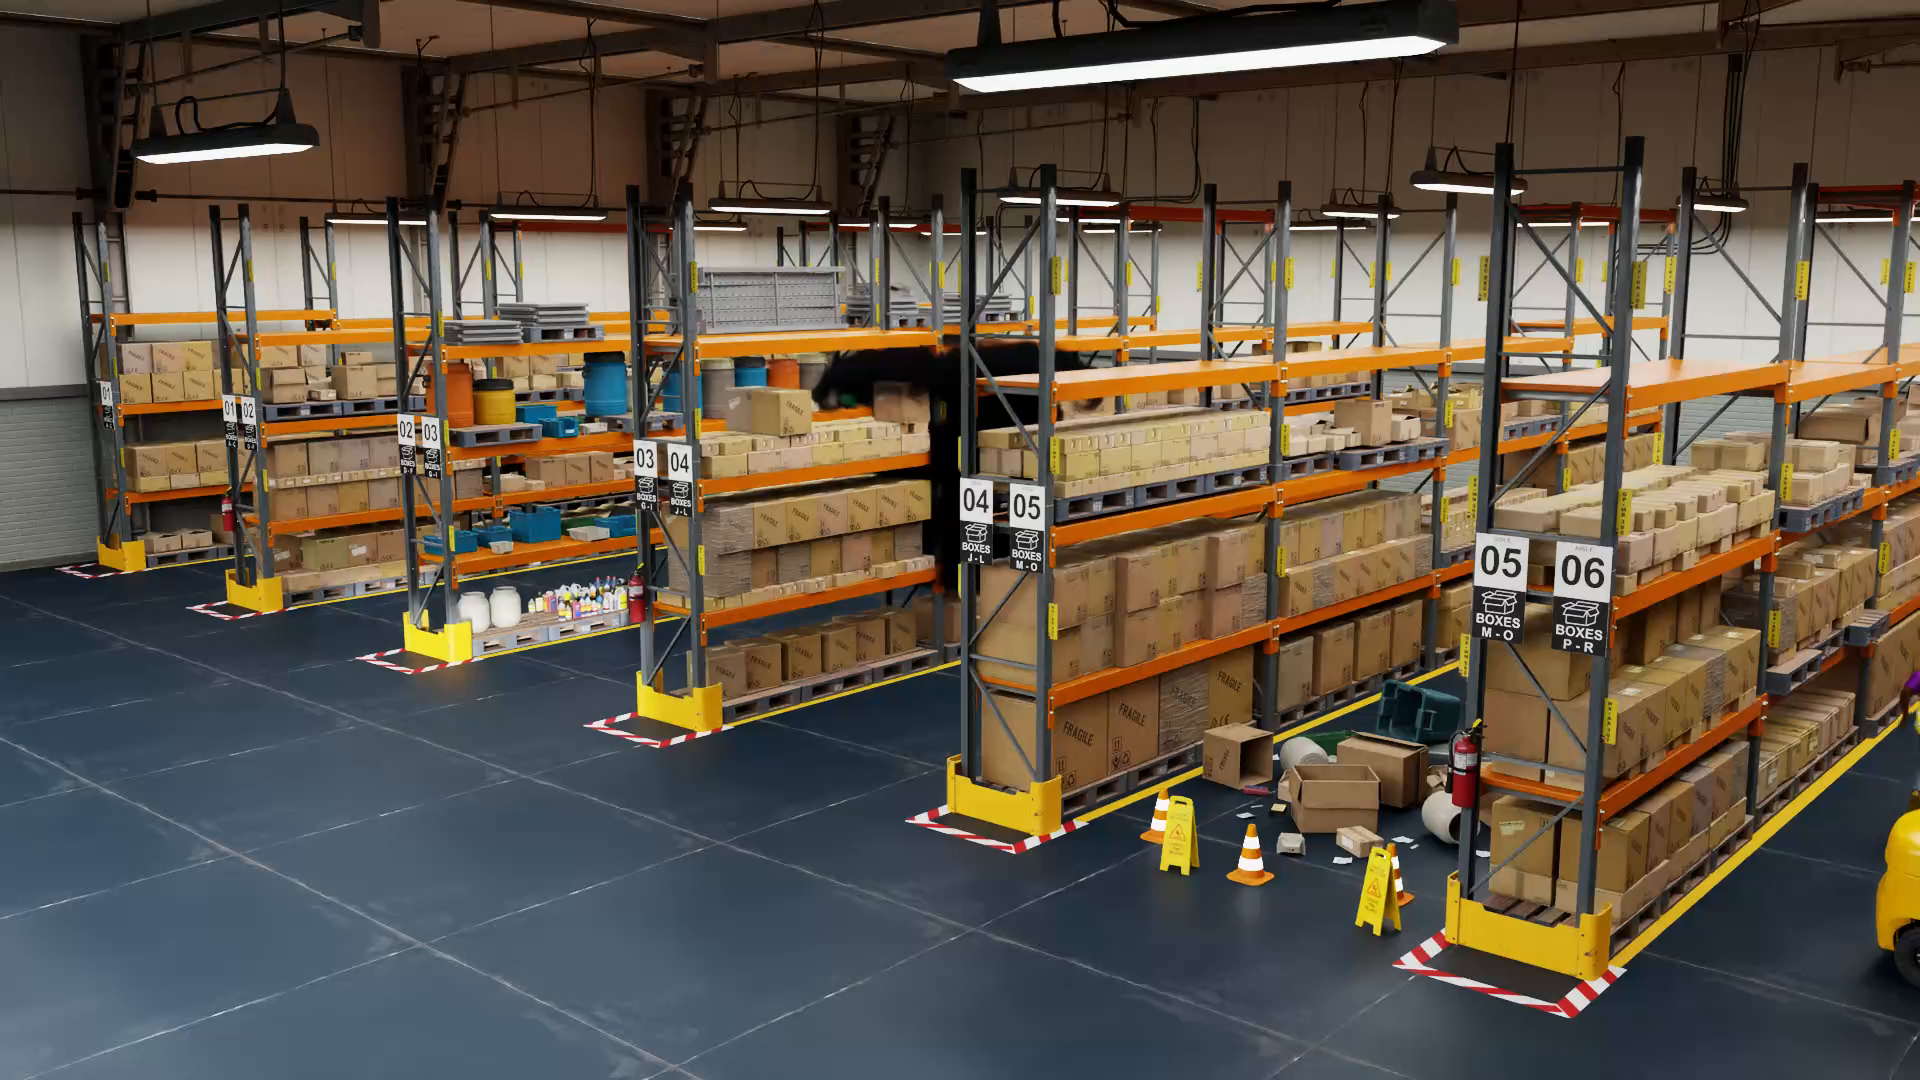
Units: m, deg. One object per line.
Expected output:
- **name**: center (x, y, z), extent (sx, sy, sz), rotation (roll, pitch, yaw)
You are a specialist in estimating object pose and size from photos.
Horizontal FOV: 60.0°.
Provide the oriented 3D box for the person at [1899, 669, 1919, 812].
- **person**: center (9.119, 1.777, 15.426), extent (0.698, 1.718, 0.562), rotation (8, 12, 40)
